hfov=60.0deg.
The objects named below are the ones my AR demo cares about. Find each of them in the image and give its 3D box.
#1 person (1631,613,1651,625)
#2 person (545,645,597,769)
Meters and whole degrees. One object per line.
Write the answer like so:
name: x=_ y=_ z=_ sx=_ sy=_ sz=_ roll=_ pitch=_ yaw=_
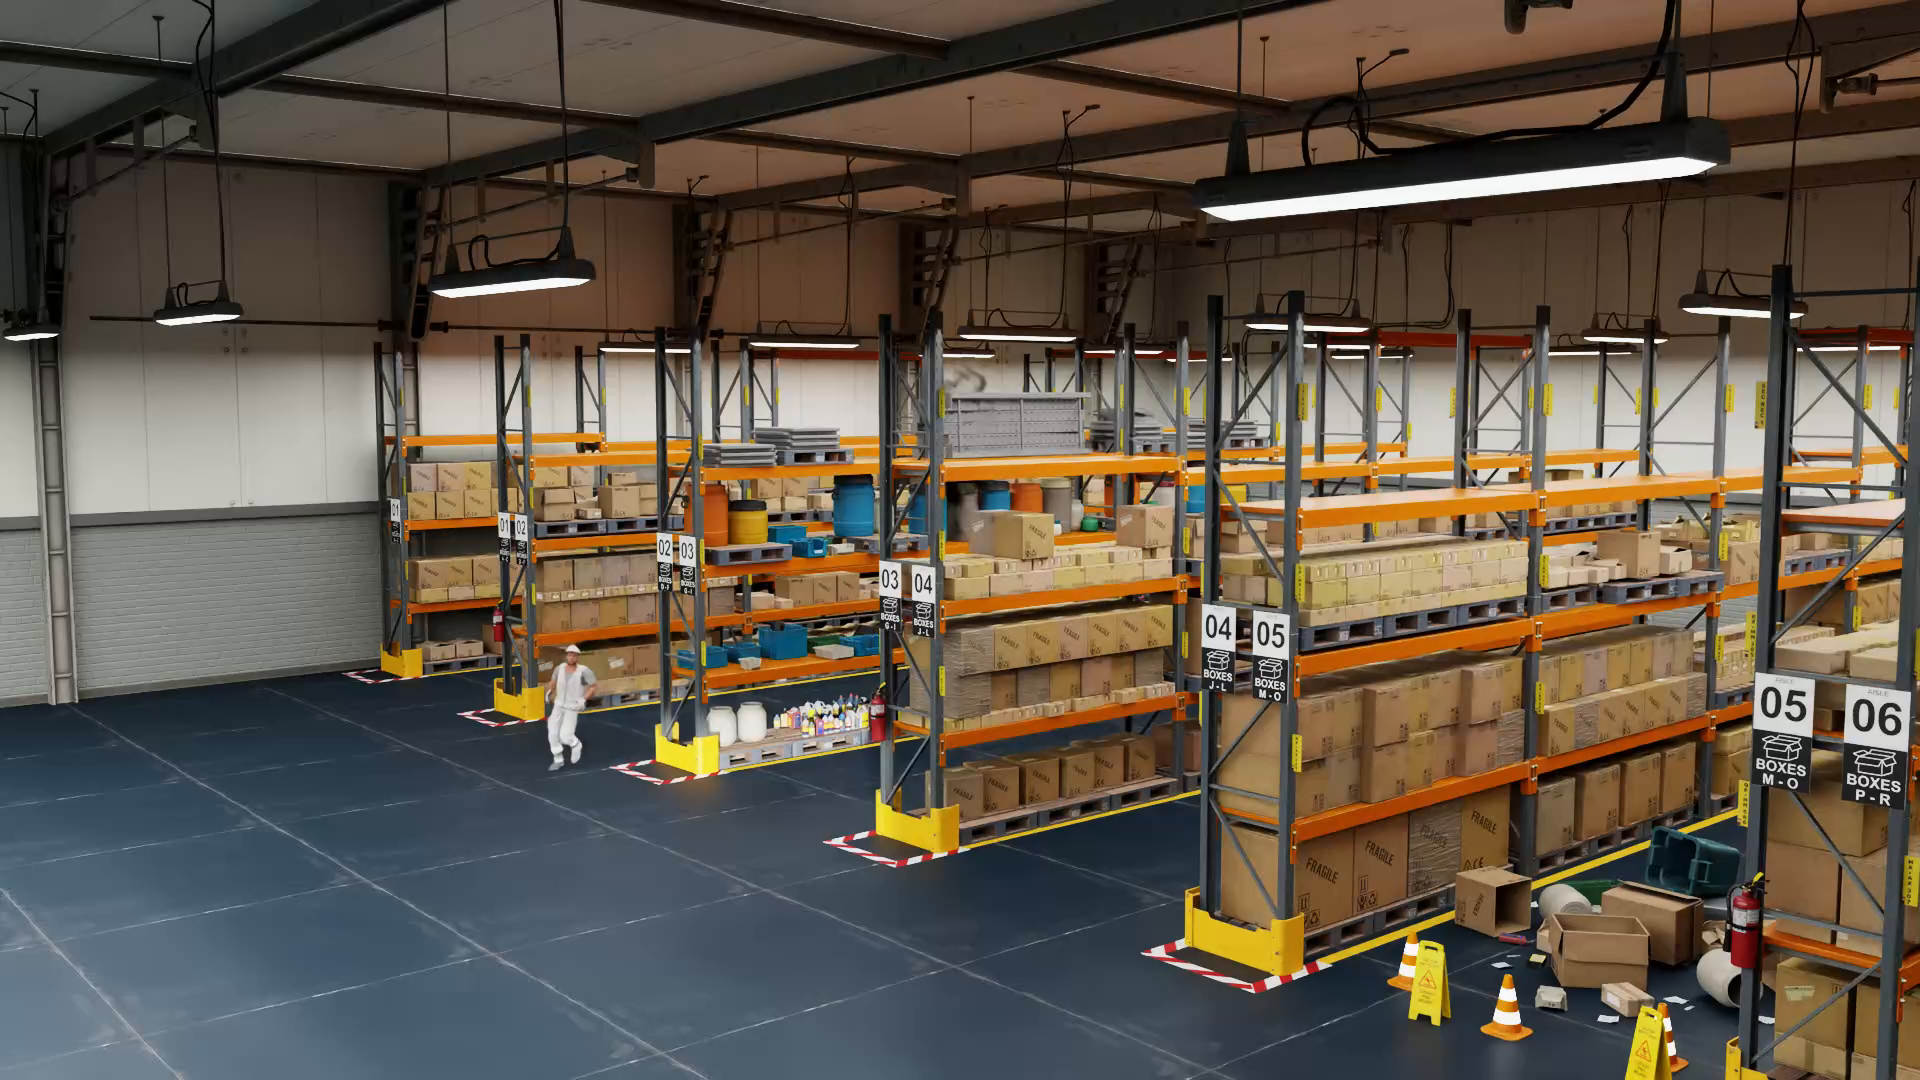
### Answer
person: x=12.445 y=1.501 z=30.482 sx=0.662 sy=1.844 sz=0.785 roll=-3 pitch=6 yaw=-26
person: x=-5.295 y=2.266 z=22.547 sx=0.661 sy=1.706 sz=0.569 roll=2 pitch=5 yaw=16
